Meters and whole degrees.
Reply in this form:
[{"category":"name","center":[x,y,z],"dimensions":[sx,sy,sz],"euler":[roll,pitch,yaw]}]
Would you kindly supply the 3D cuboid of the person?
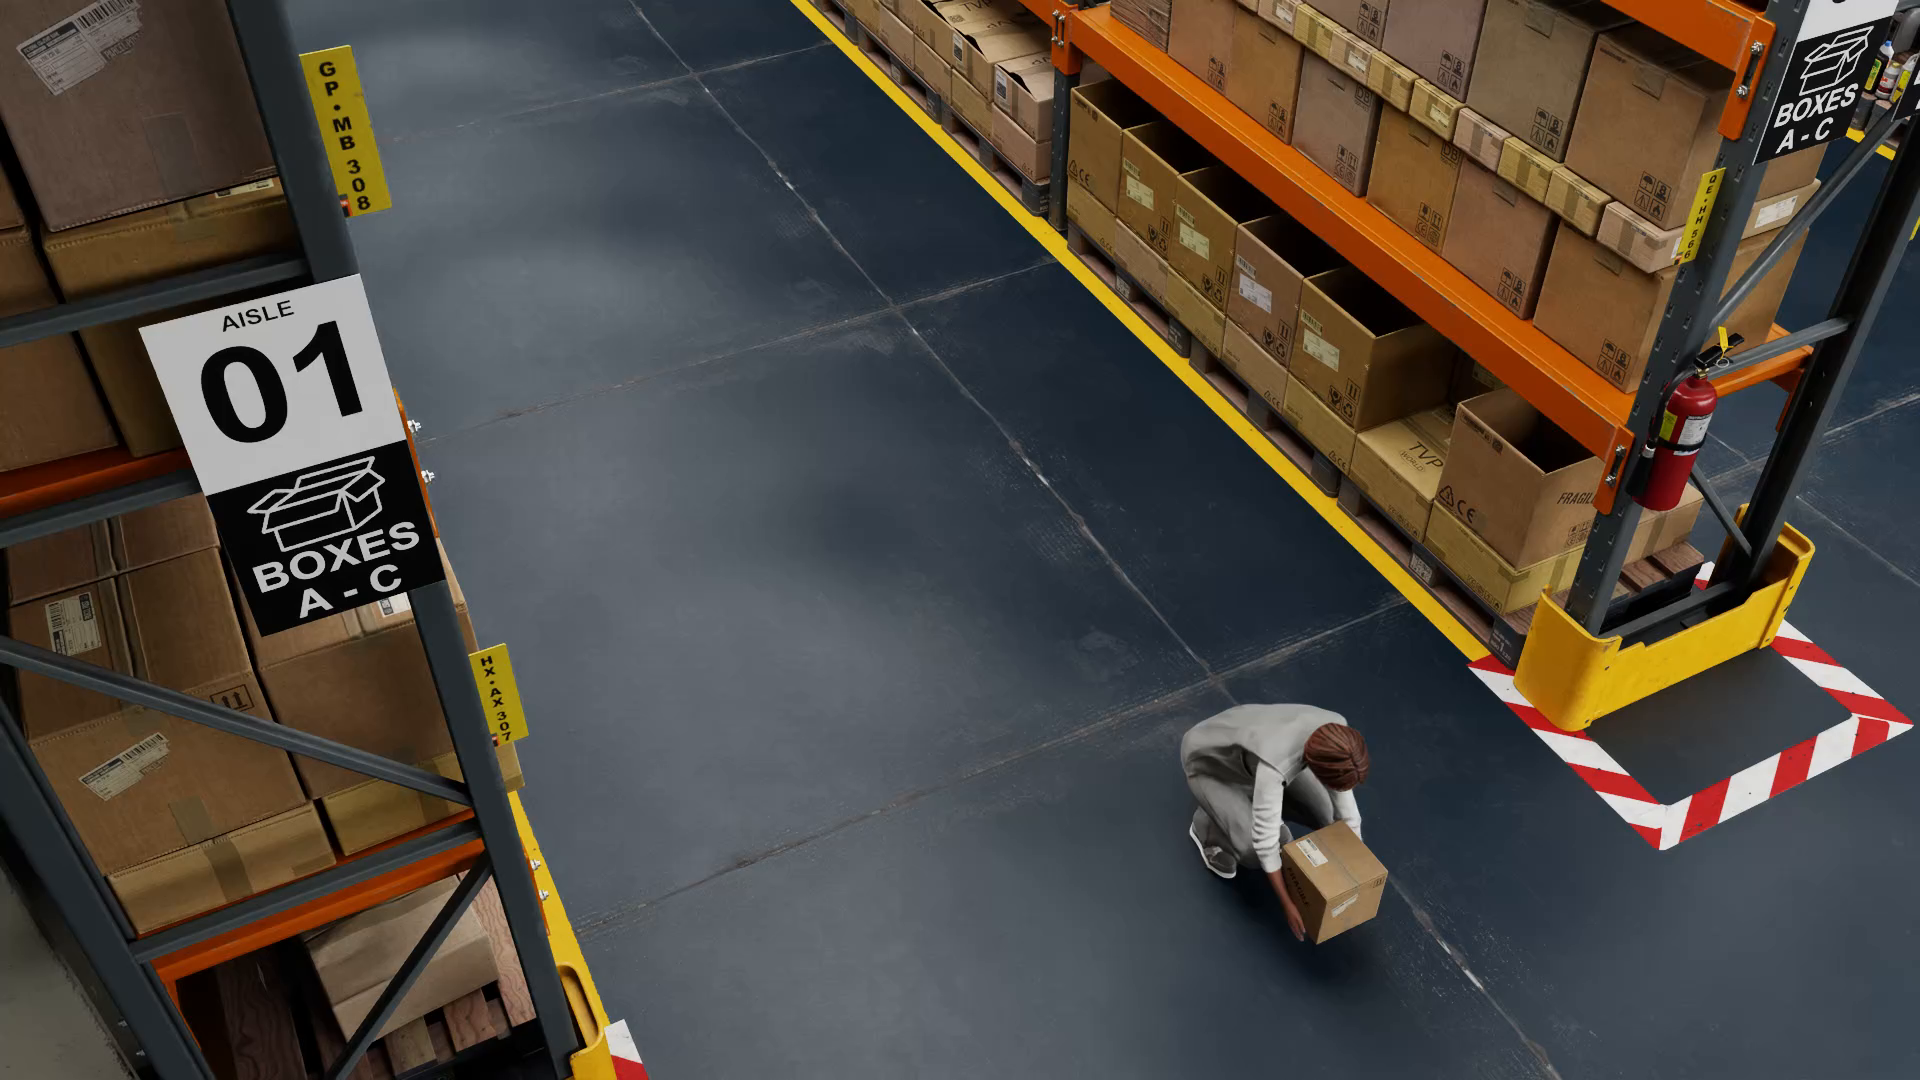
[{"category":"person","center":[1.097,0.862,5.741],"dimensions":[0.427,0.892,0.826],"euler":[-20,46,-21]}]
